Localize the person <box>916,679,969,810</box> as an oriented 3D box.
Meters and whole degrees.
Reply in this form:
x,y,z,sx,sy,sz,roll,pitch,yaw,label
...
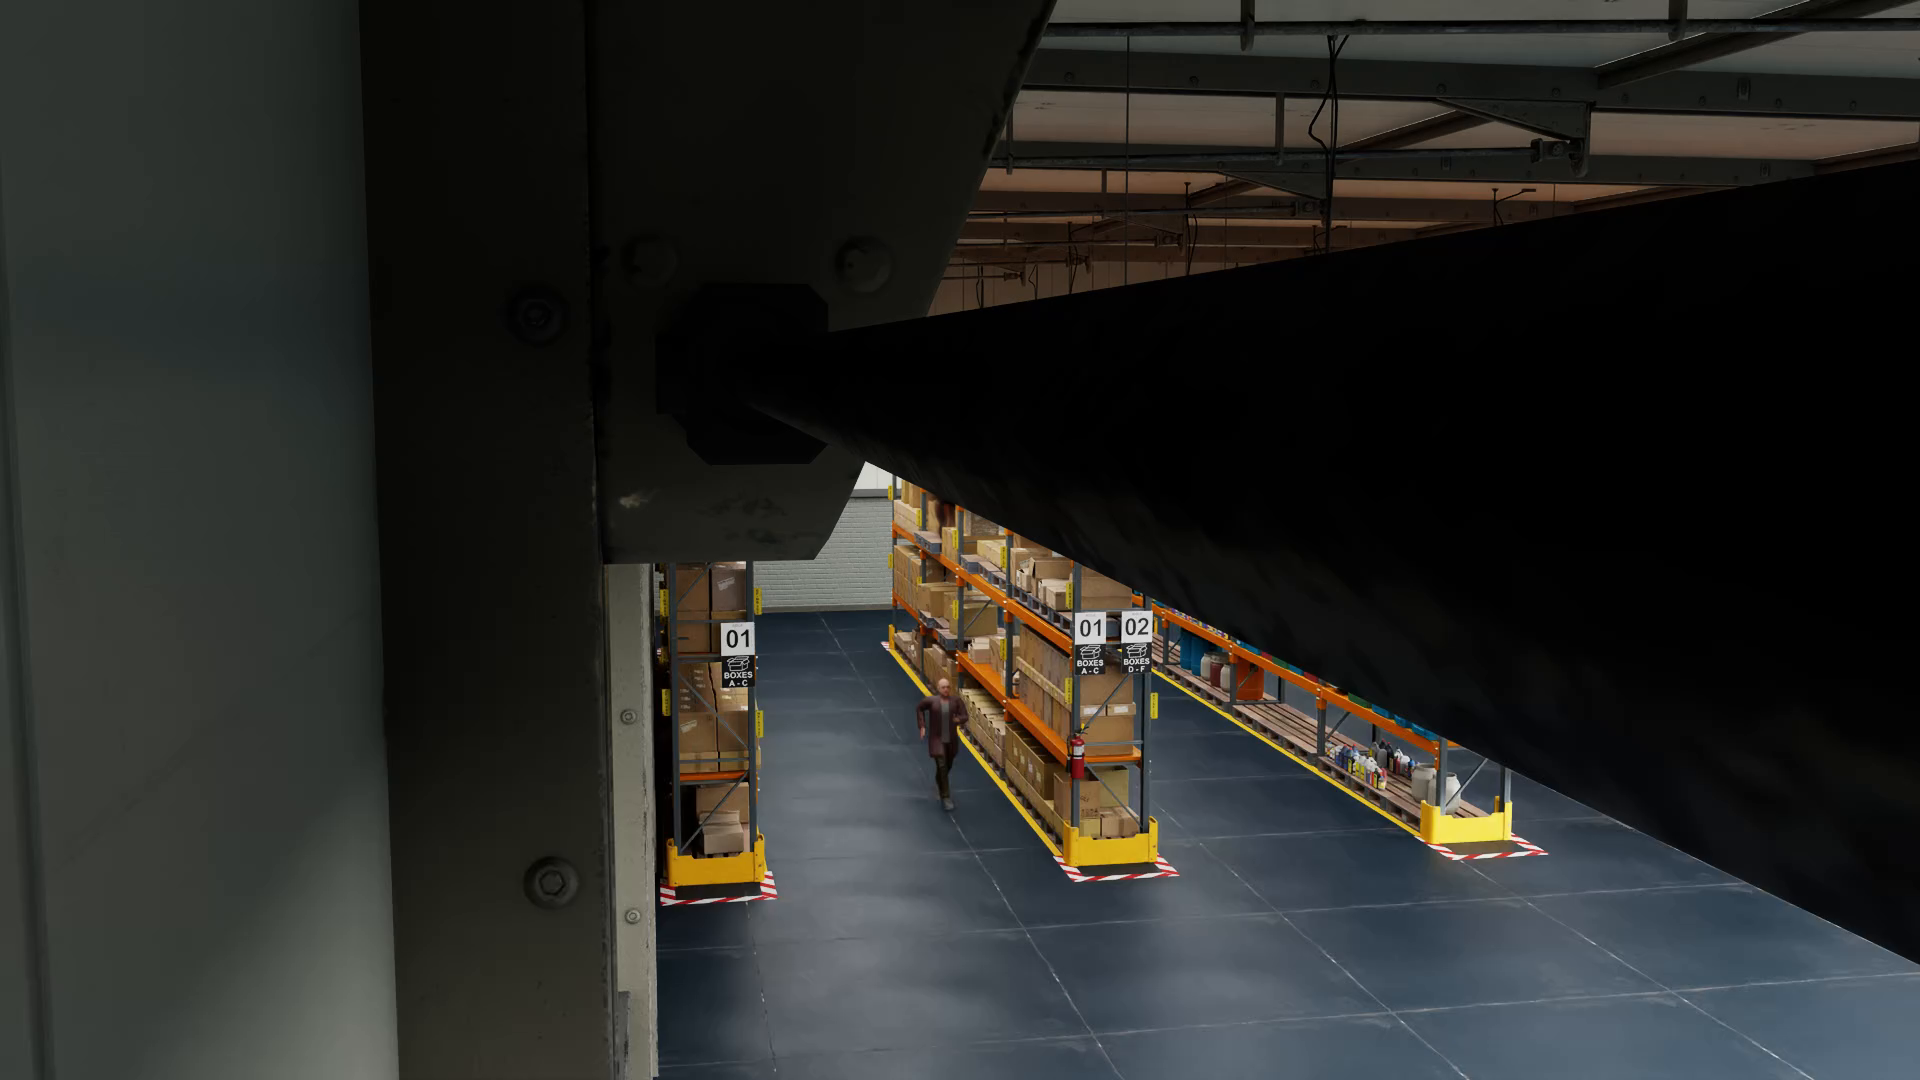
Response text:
x,y,z,sx,sy,sz,roll,pitch,yaw,label
-0.236,2.853,23.717,0.690,1.789,1.046,-2,6,-17,person
